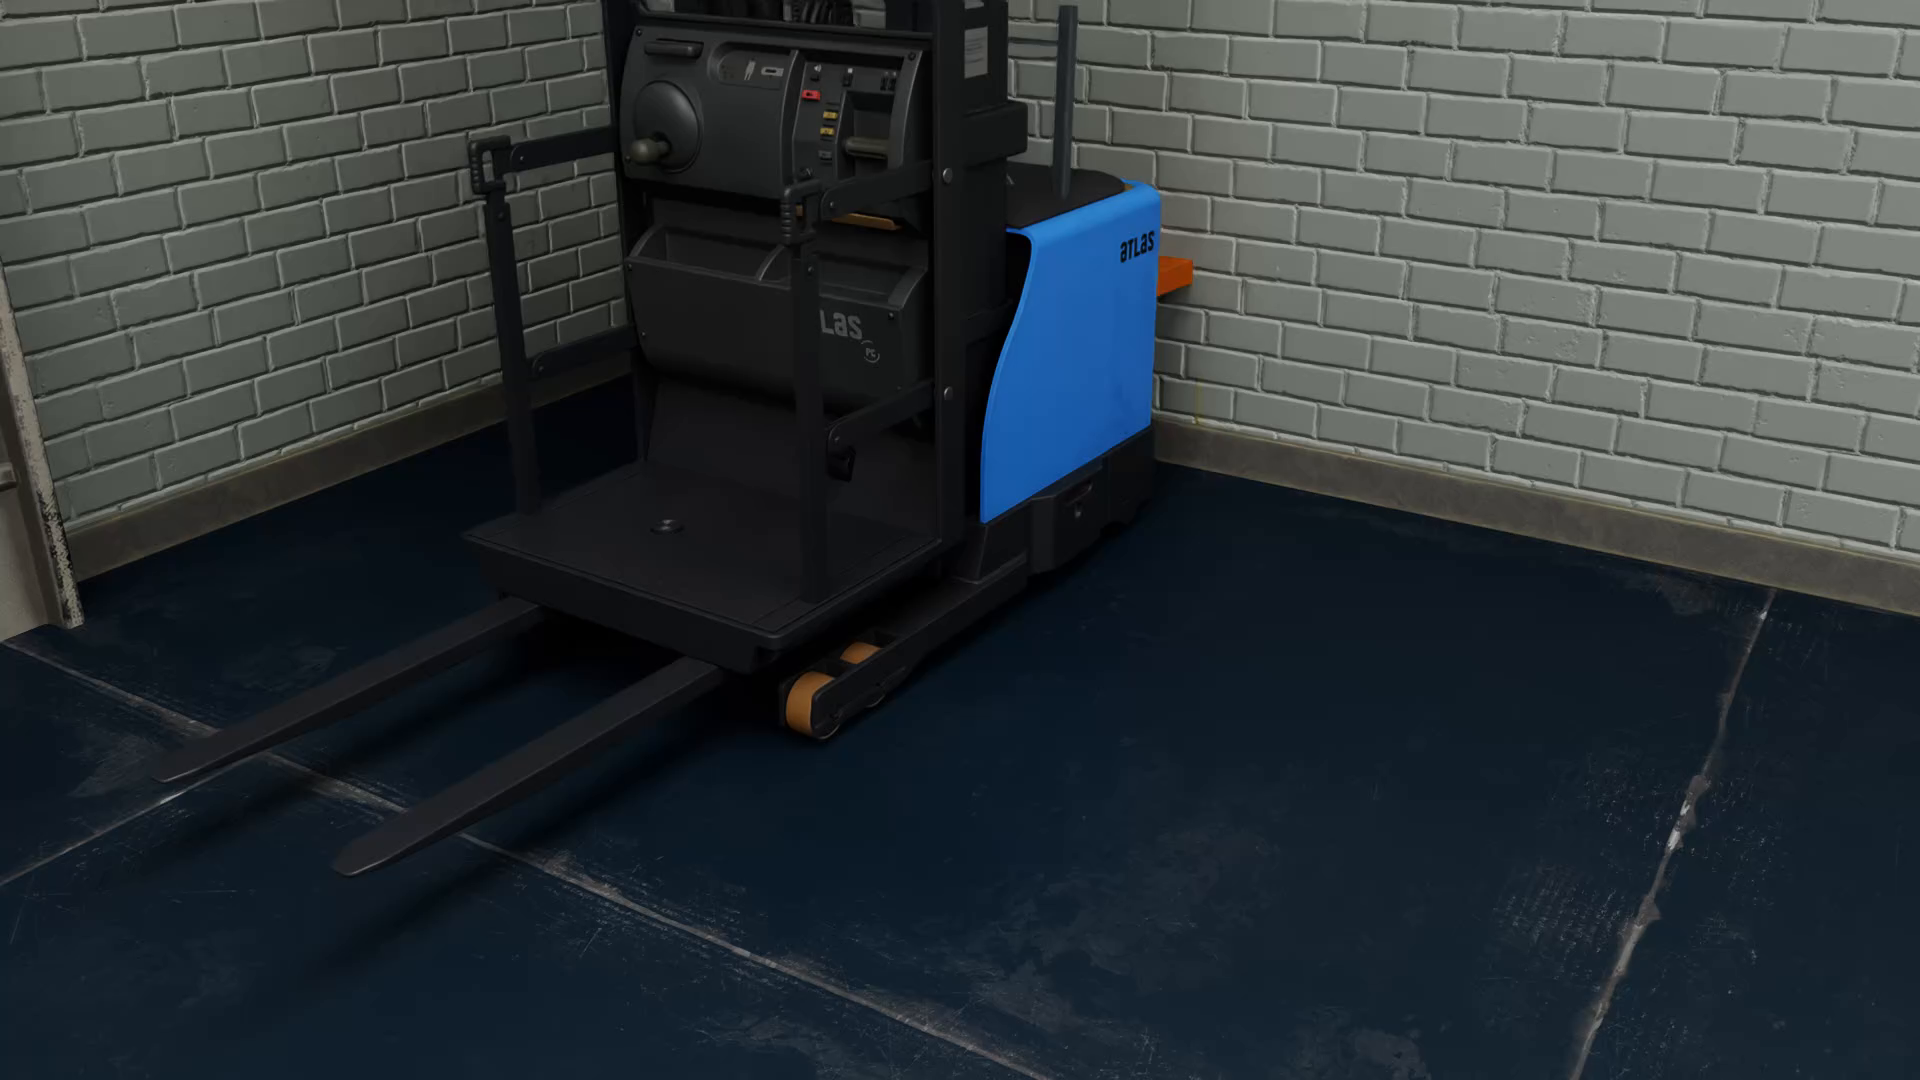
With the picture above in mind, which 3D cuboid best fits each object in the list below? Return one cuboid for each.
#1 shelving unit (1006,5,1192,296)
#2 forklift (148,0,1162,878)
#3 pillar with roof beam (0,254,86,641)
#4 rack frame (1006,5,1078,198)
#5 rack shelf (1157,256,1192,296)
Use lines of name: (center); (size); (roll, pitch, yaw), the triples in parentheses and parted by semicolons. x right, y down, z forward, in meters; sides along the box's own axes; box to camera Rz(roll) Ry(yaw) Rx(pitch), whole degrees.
shelving unit: (0.383, -0.988, 5.418); (0.587, 1.500, 1.083); (15, 25, 31)
forklift: (-0.609, -1.067, 4.026); (1.130, 2.935, 3.031); (15, 28, 31)
pillar with roof beam: (0.947, -2.961, 0.762); (9.100, 9.000, 0.400); (14, 27, 29)
rack frame: (0.095, -0.839, 5.015); (0.500, 1.500, 0.032); (15, 25, 31)
rack shelf: (0.373, -0.818, 5.476); (0.538, 0.185, 1.000); (15, 25, 31)
